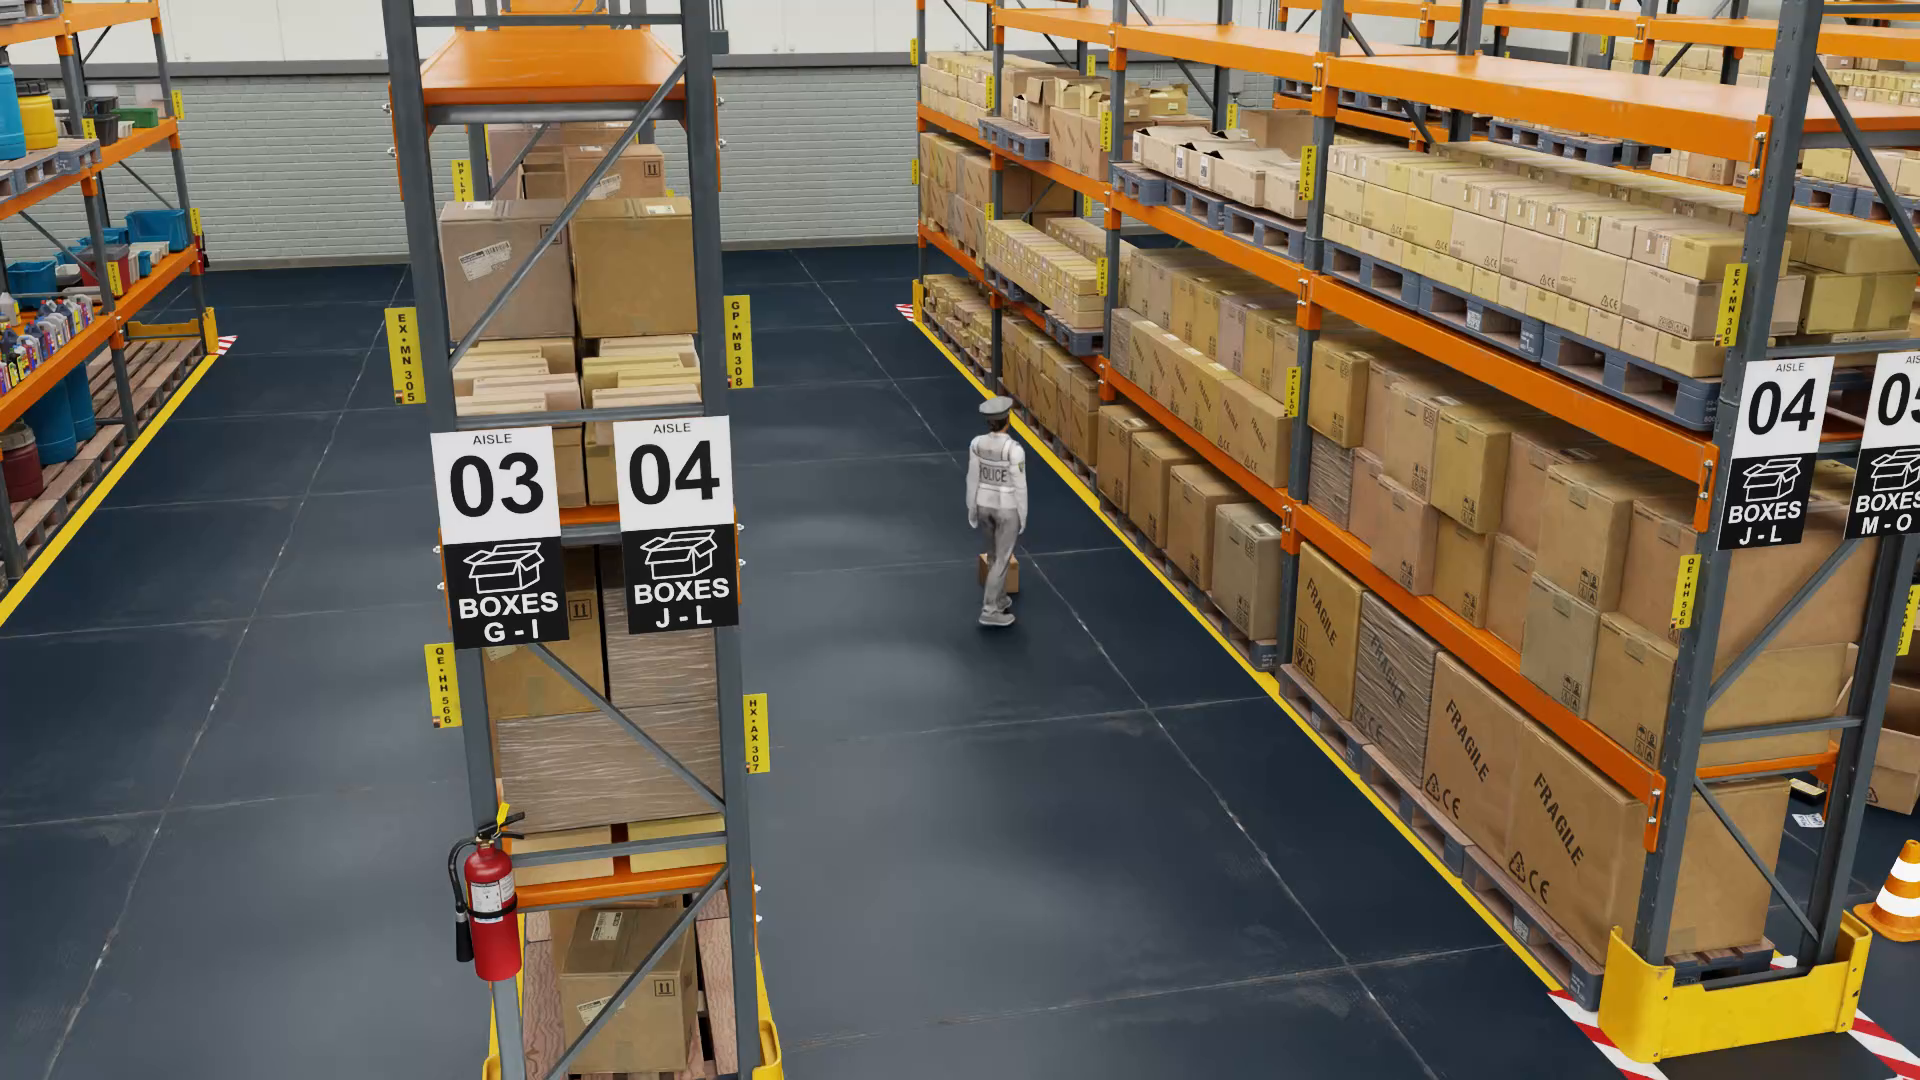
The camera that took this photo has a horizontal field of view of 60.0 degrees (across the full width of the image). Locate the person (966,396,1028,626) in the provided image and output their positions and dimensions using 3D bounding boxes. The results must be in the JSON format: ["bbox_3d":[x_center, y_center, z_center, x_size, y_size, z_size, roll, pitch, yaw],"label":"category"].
[{"bbox_3d":[0.287,-0.216,12.140,0.483,1.674,0.596,14,24,34],"label":"person"}]
